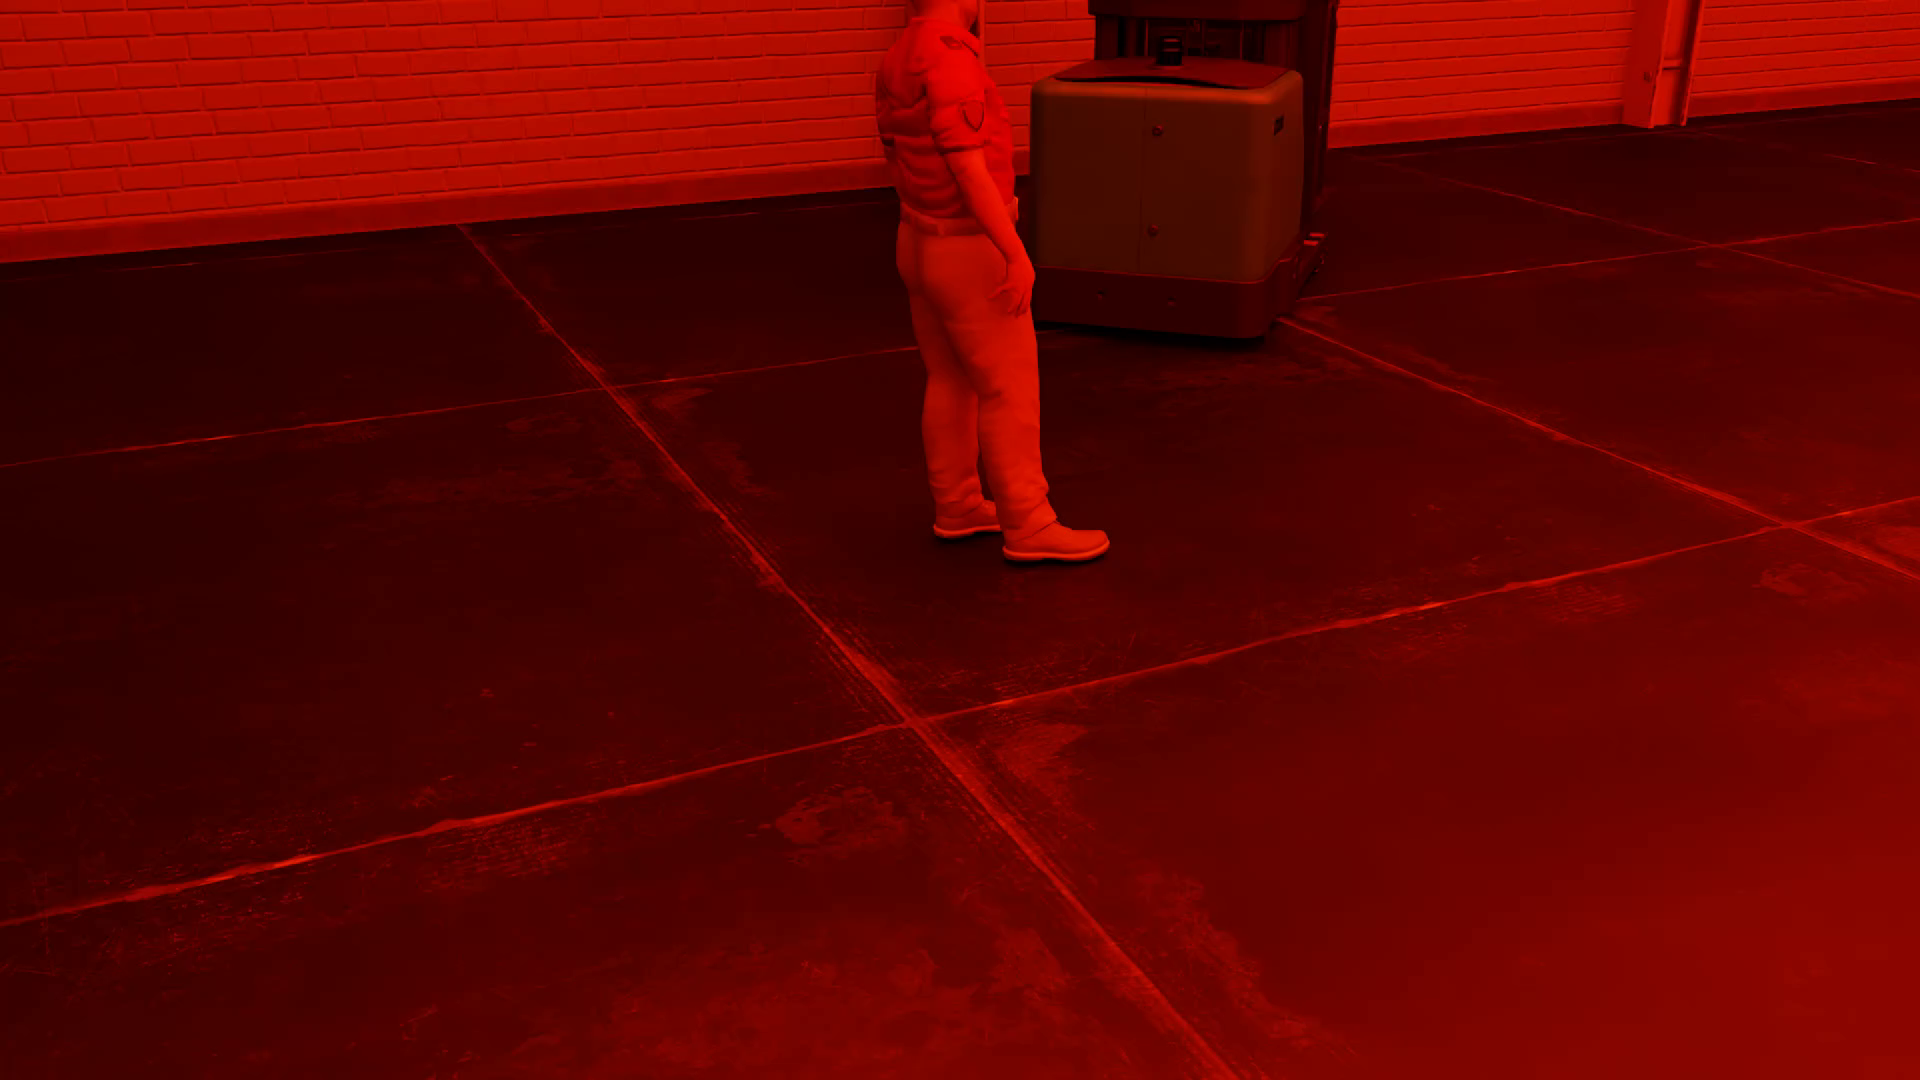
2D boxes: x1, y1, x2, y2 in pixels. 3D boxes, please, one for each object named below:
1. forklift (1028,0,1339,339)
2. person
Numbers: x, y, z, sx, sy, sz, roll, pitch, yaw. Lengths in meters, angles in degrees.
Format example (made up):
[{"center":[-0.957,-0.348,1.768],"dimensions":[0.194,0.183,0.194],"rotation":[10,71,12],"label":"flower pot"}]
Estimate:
[{"center":[1.251,-2.730,7.857],"dimensions":[1.130,2.935,3.031],"rotation":[8,24,18],"label":"forklift"},{"center":[0.086,-0.816,4.798],"dimensions":[0.550,1.727,0.641],"rotation":[-10,25,-23],"label":"person"}]
